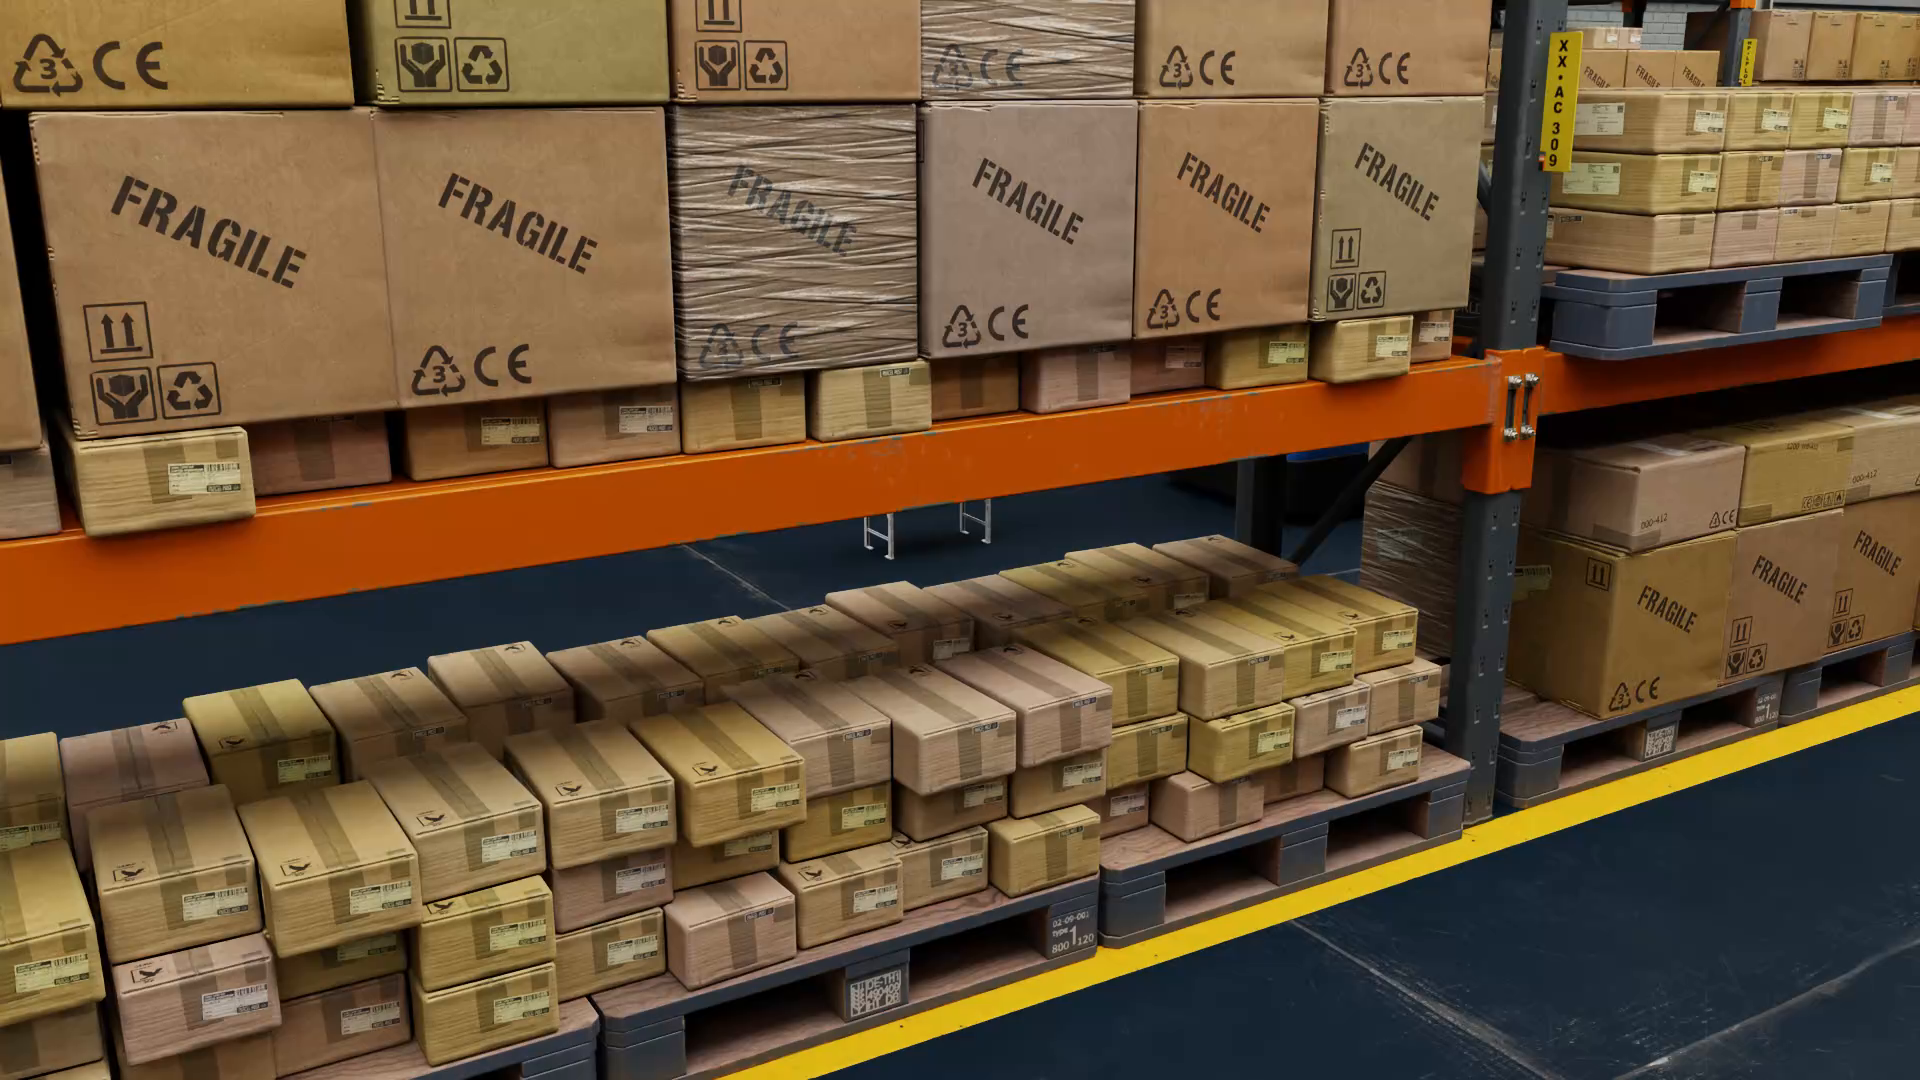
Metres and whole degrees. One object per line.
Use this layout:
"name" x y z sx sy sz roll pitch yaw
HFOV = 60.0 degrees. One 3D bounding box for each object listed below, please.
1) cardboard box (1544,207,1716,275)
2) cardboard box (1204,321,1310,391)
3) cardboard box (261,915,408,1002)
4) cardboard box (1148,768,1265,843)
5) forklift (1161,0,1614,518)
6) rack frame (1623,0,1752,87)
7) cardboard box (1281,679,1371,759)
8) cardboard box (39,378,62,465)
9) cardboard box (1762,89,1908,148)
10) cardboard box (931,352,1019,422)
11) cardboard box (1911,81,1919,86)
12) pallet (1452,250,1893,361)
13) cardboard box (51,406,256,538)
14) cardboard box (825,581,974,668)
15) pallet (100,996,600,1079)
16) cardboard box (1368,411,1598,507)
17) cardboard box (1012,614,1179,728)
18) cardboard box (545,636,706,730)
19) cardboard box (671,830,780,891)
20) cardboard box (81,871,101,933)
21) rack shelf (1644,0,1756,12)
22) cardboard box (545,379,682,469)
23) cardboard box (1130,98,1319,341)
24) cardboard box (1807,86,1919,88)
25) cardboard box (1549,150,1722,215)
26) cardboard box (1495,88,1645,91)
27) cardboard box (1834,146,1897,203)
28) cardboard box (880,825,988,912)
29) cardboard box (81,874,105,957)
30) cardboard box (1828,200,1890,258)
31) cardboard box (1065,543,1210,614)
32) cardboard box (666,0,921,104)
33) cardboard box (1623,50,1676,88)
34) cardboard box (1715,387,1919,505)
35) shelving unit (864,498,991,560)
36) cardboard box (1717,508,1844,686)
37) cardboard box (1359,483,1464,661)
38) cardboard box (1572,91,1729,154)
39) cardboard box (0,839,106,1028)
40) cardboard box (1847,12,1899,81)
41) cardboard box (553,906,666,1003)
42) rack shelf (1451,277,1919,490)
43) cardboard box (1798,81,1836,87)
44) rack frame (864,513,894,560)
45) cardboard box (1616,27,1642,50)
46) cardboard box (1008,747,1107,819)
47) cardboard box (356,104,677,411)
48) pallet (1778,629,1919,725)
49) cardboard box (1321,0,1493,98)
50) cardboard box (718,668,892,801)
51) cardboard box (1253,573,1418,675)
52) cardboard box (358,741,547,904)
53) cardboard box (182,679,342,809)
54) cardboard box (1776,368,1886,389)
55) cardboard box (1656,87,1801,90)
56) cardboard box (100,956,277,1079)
"cardboard box" 1.744 -0.800 4.394 0.250 0.149 0.380 -10 19 -32
"cardboard box" 0.621 -0.471 4.000 0.250 0.149 0.380 -8 18 -28
"cardboard box" -1.250 0.720 3.237 0.250 0.149 0.380 -9 18 -29
"cardboard box" 0.550 0.602 4.210 0.250 0.149 0.380 -10 18 -32
"forklift" 2.524 -1.785 8.348 3.031 2.935 1.130 -9 18 -30
"rack frame" 5.391 -3.014 12.604 0.127 3.000 1.000 -9 18 -30
"cardboard box" 0.838 0.415 4.326 0.250 0.149 0.380 -10 19 -32
"cardboard box" -1.685 -0.269 3.276 0.250 0.149 0.380 -9 18 -30
"cardboard box" 2.417 -1.196 4.704 0.250 0.149 0.380 -9 18 -30
"cardboard box" -0.076 -0.374 3.650 0.250 0.149 0.380 -10 18 -31
"cardboard box" 7.635 -3.485 13.548 0.500 0.500 0.500 -9 18 -30
"pallet" 1.900 -0.751 4.886 1.213 0.211 1.003 -9 18 -30
"cardboard box" -1.357 -0.133 2.791 0.250 0.149 0.380 -10 18 -31
"cardboard box" -0.162 0.243 4.389 0.250 0.149 0.380 -9 18 -29
"pallet" -1.479 1.013 3.406 1.213 0.211 1.003 -9 18 -30
"cardboard box" 1.678 -0.292 5.359 0.500 0.250 0.500 -10 18 -31
"cardboard box" 0.328 0.322 4.105 0.250 0.149 0.380 -9 18 -28
"cardboard box" -0.795 0.368 3.942 0.250 0.149 0.380 -10 18 -32
"cardboard box" -0.584 0.603 3.654 0.250 0.149 0.380 -8 18 -27
"cardboard box" -1.702 0.649 3.488 0.250 0.149 0.380 -10 18 -31
"rack shelf" 7.106 -4.390 13.288 4.000 0.370 1.077 -9 18 -30
"cardboard box" -0.735 -0.260 3.246 0.250 0.149 0.380 -10 18 -31
"cardboard box" 0.455 -0.757 3.818 0.500 0.500 0.500 -10 18 -31
"cardboard box" 3.203 -1.529 5.893 0.250 0.149 0.380 -8 18 -27
"cardboard box" 1.744 -0.943 4.354 0.250 0.149 0.380 -9 18 -29
"cardboard box" 1.866 -1.312 5.119 0.250 0.149 0.380 -10 18 -31
"cardboard box" 2.409 -1.052 4.742 0.250 0.149 0.380 -10 19 -32
"cardboard box" -0.136 0.698 3.867 0.250 0.149 0.380 -9 18 -29
"cardboard box" -1.747 0.775 3.590 0.250 0.149 0.380 -9 18 -28
"cardboard box" 2.411 -0.909 4.781 0.250 0.149 0.380 -9 18 -29
"cardboard box" 0.501 0.138 4.762 0.250 0.149 0.380 -8 18 -27
"cardboard box" -0.416 -1.099 3.183 0.500 0.500 0.500 -10 18 -31
"cardboard box" 4.689 -3.221 11.828 0.500 0.500 0.500 -9 18 -29
"cardboard box" 2.834 -0.316 5.445 0.500 0.250 0.500 -8 18 -28
"shelving unit" -0.142 -0.555 7.166 0.503 1.200 0.258 -9 18 -30
"cardboard box" 2.392 0.116 5.293 0.500 0.500 0.500 -8 18 -27
"cardboard box" 1.675 0.070 5.457 0.500 0.500 0.500 -10 18 -31
"cardboard box" 1.744 -1.087 4.314 0.250 0.149 0.380 -8 18 -27
"cardboard box" -1.635 0.675 2.845 0.250 0.149 0.380 -10 19 -32
"cardboard box" 6.774 -3.827 12.917 0.500 0.500 0.700 -10 18 -31
"cardboard box" -0.808 0.798 3.509 0.250 0.149 0.380 -9 18 -30
"rack shelf" 2.884 -0.702 5.690 4.000 0.370 1.077 -9 18 -30
"cardboard box" 6.330 -3.277 12.807 0.500 0.500 0.500 -9 18 -30
"rack frame" -0.351 -0.521 7.045 0.015 1.200 0.240 -9 18 -30
"cardboard box" 4.528 -3.505 11.638 0.250 0.149 0.380 -10 18 -31
"cardboard box" 0.144 0.508 3.993 0.250 0.149 0.380 -9 18 -28
"cardboard box" -0.860 -0.550 3.078 0.500 0.500 0.500 -9 18 -29
"pallet" 2.883 0.293 5.974 1.213 0.211 1.003 -9 18 -30
"cardboard box" 0.906 -1.315 3.957 0.500 0.500 0.500 -10 18 -32
"cardboard box" -0.351 0.431 3.718 0.250 0.149 0.380 -9 18 -30
"cardboard box" 0.999 0.223 4.458 0.250 0.149 0.380 -9 18 -28
"cardboard box" -1.009 0.550 3.292 0.250 0.149 0.380 -10 19 -32
"cardboard box" -1.534 0.450 3.648 0.250 0.149 0.380 -10 18 -31
"cardboard box" 3.017 -0.510 6.136 0.500 0.250 0.500 -9 18 -29
"cardboard box" 2.531 -1.420 5.504 0.250 0.149 0.380 -10 19 -32
"cardboard box" -1.463 0.902 3.139 0.250 0.149 0.380 -9 18 -30
